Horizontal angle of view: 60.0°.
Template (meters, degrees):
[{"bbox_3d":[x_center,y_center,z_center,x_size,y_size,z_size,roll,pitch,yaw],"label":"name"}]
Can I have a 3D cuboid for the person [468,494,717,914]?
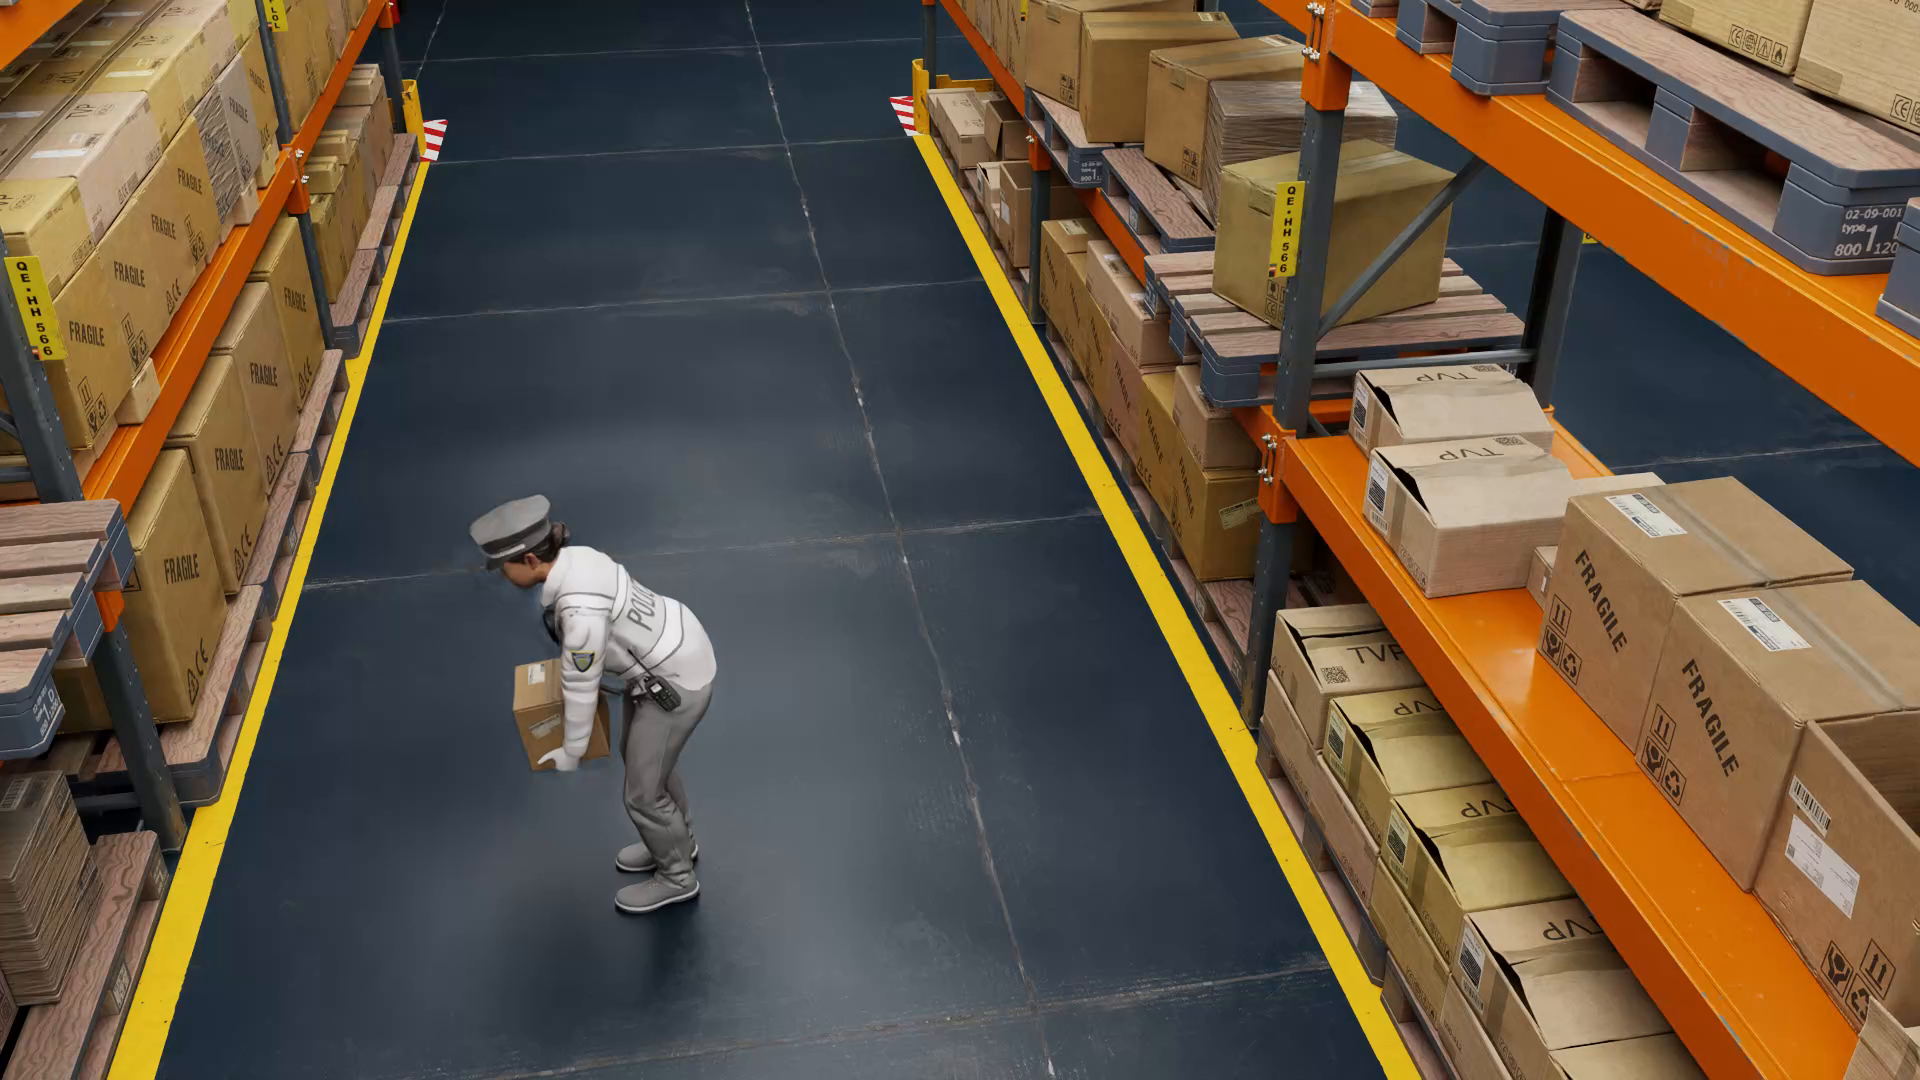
[{"bbox_3d":[-1.128,0.539,5.367,0.683,1.532,0.406,-6,31,-10],"label":"person"}]
